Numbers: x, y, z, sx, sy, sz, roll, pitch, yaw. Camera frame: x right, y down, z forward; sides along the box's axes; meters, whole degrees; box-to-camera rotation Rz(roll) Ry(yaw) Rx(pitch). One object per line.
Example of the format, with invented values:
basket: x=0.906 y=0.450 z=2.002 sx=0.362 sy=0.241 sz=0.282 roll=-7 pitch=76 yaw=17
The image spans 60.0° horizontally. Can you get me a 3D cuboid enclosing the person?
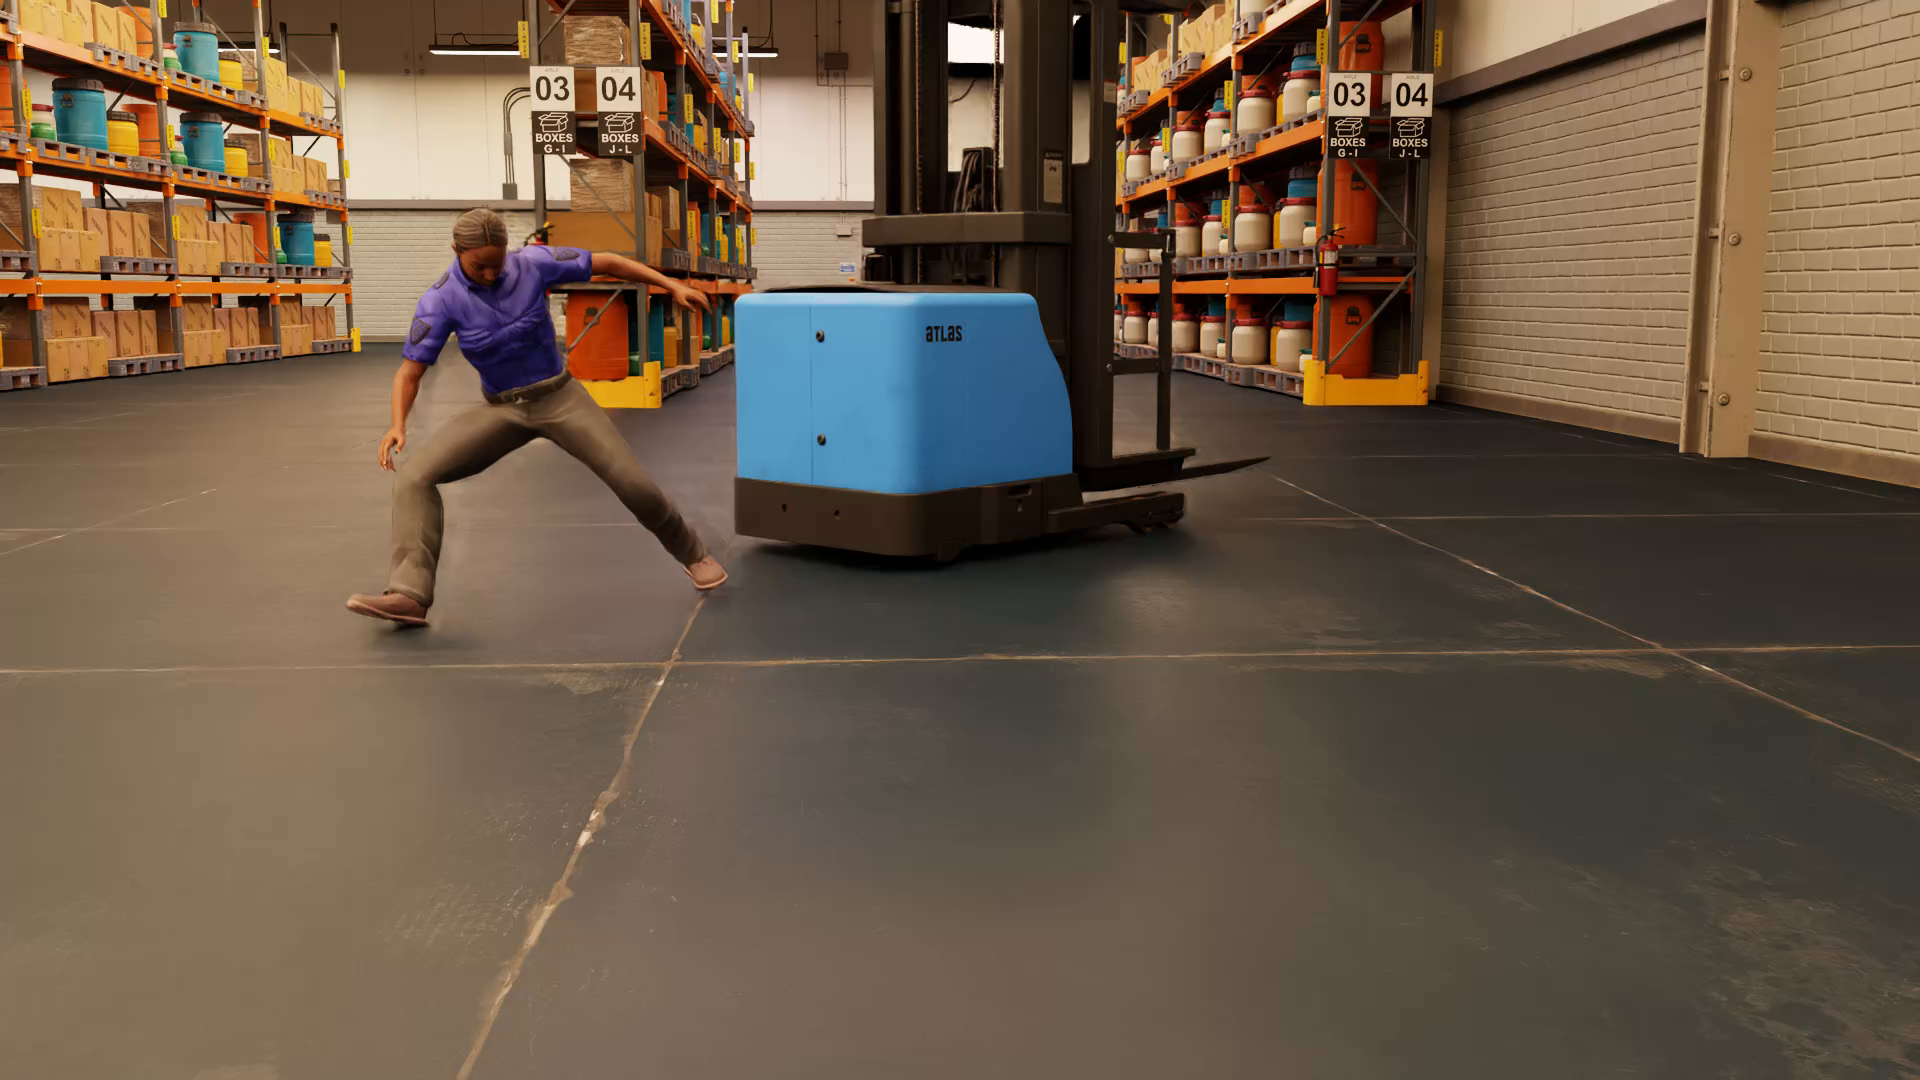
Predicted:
person: x=-1.392 y=-0.415 z=5.563 sx=1.199 sy=1.348 sz=0.721 roll=-1 pitch=9 yaw=-8

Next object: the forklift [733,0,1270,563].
forklift: x=0.388 y=-1.527 z=7.615 sx=1.130 sy=2.935 sz=3.031 roll=7 pitch=11 yaw=40
